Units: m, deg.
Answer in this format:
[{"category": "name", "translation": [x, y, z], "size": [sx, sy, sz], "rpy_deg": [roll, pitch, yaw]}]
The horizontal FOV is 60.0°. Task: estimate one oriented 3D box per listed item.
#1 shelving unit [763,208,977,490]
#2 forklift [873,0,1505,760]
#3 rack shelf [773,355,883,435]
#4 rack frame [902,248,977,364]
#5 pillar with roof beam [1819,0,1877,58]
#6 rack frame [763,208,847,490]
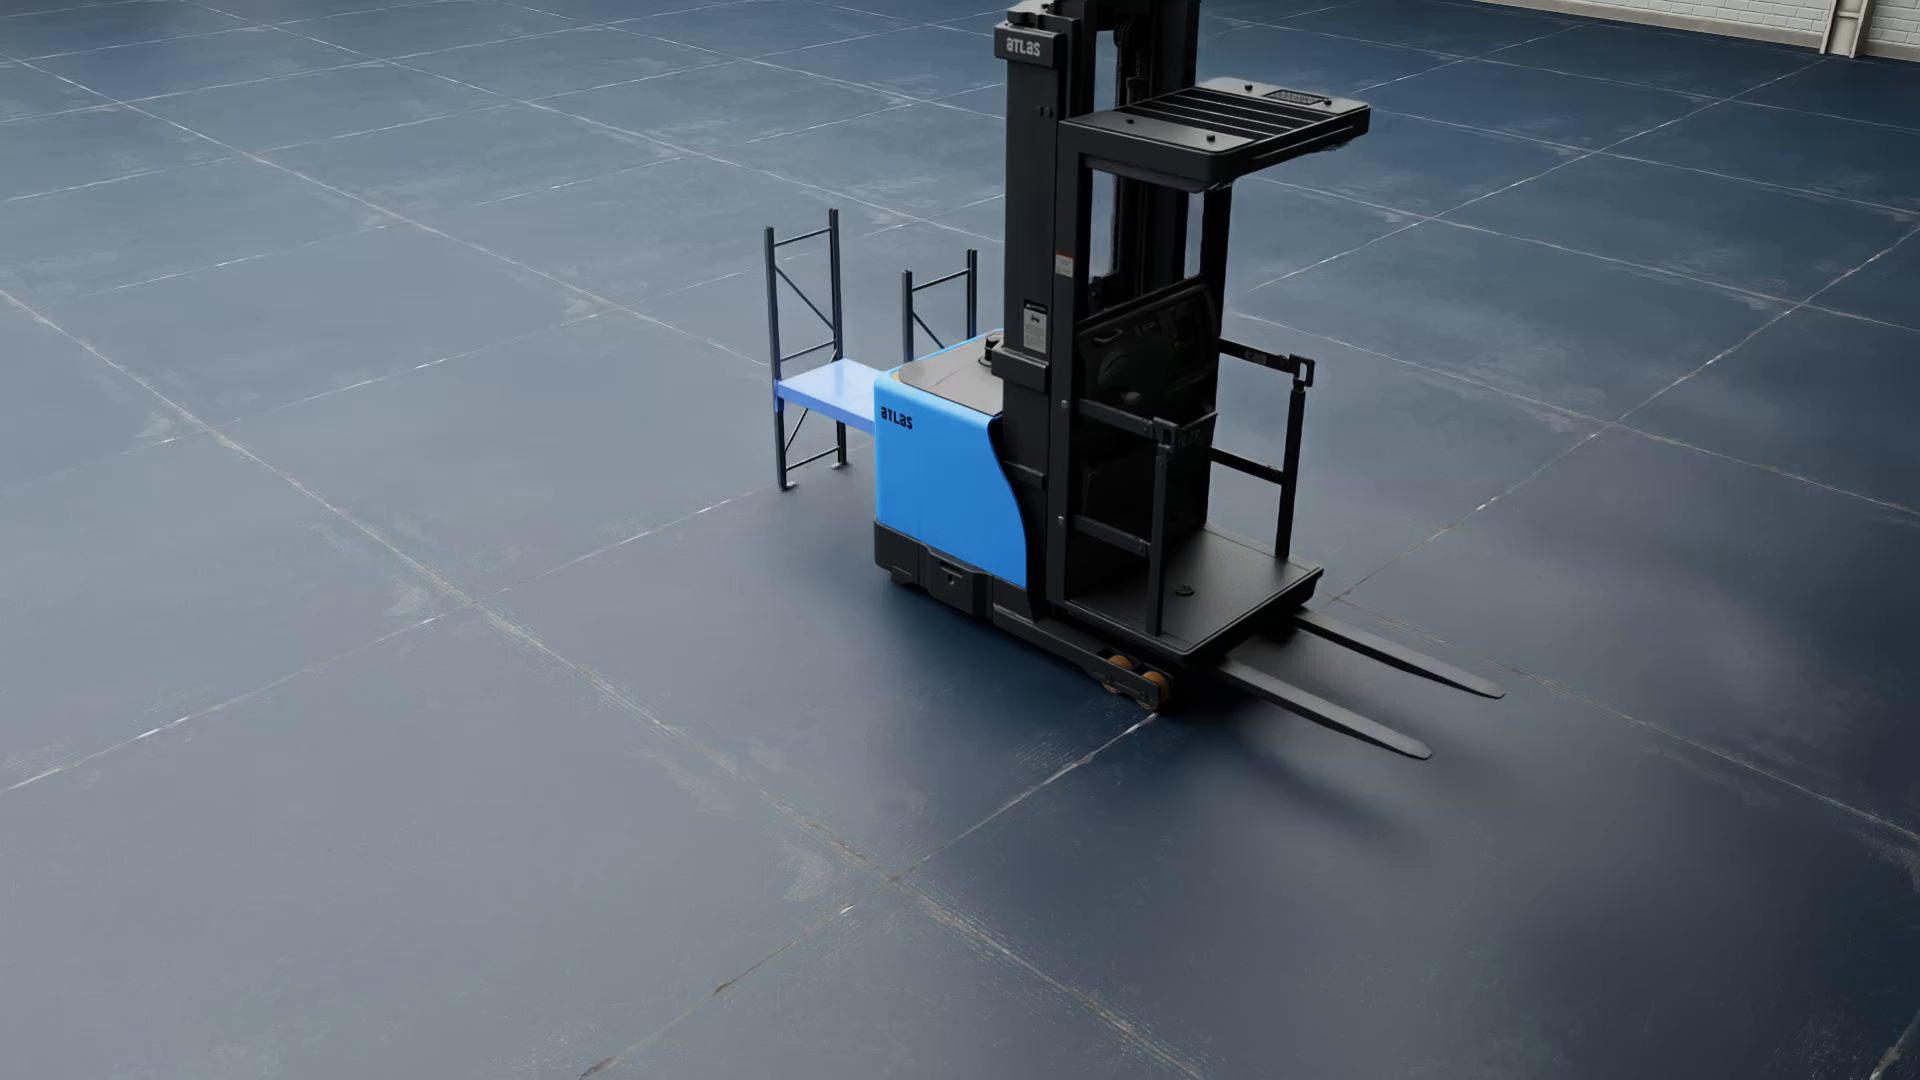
[{"category": "shelving unit", "translation": [-0.467, -0.868, 8.789], "size": [1.048, 1.500, 0.538], "rpy_deg": [24, 36, 38]}, {"category": "forklift", "translation": [0.984, -0.824, 7.168], "size": [3.031, 2.935, 1.130], "rpy_deg": [24, 36, 38]}, {"category": "rack shelf", "translation": [-0.467, -0.709, 8.873], "size": [1.000, 0.185, 0.538], "rpy_deg": [24, 36, 38]}, {"category": "rack frame", "translation": [-0.098, -0.705, 8.479], "size": [0.032, 1.500, 0.500], "rpy_deg": [24, 36, 38]}, {"category": "pillar with roof beam", "translation": [7.438, -8.327, 14.918], "size": [0.400, 9.000, 9.100], "rpy_deg": [25, 36, 38]}, {"category": "rack frame", "translation": [-0.836, -1.031, 9.099], "size": [0.032, 1.500, 0.500], "rpy_deg": [24, 36, 38]}]
